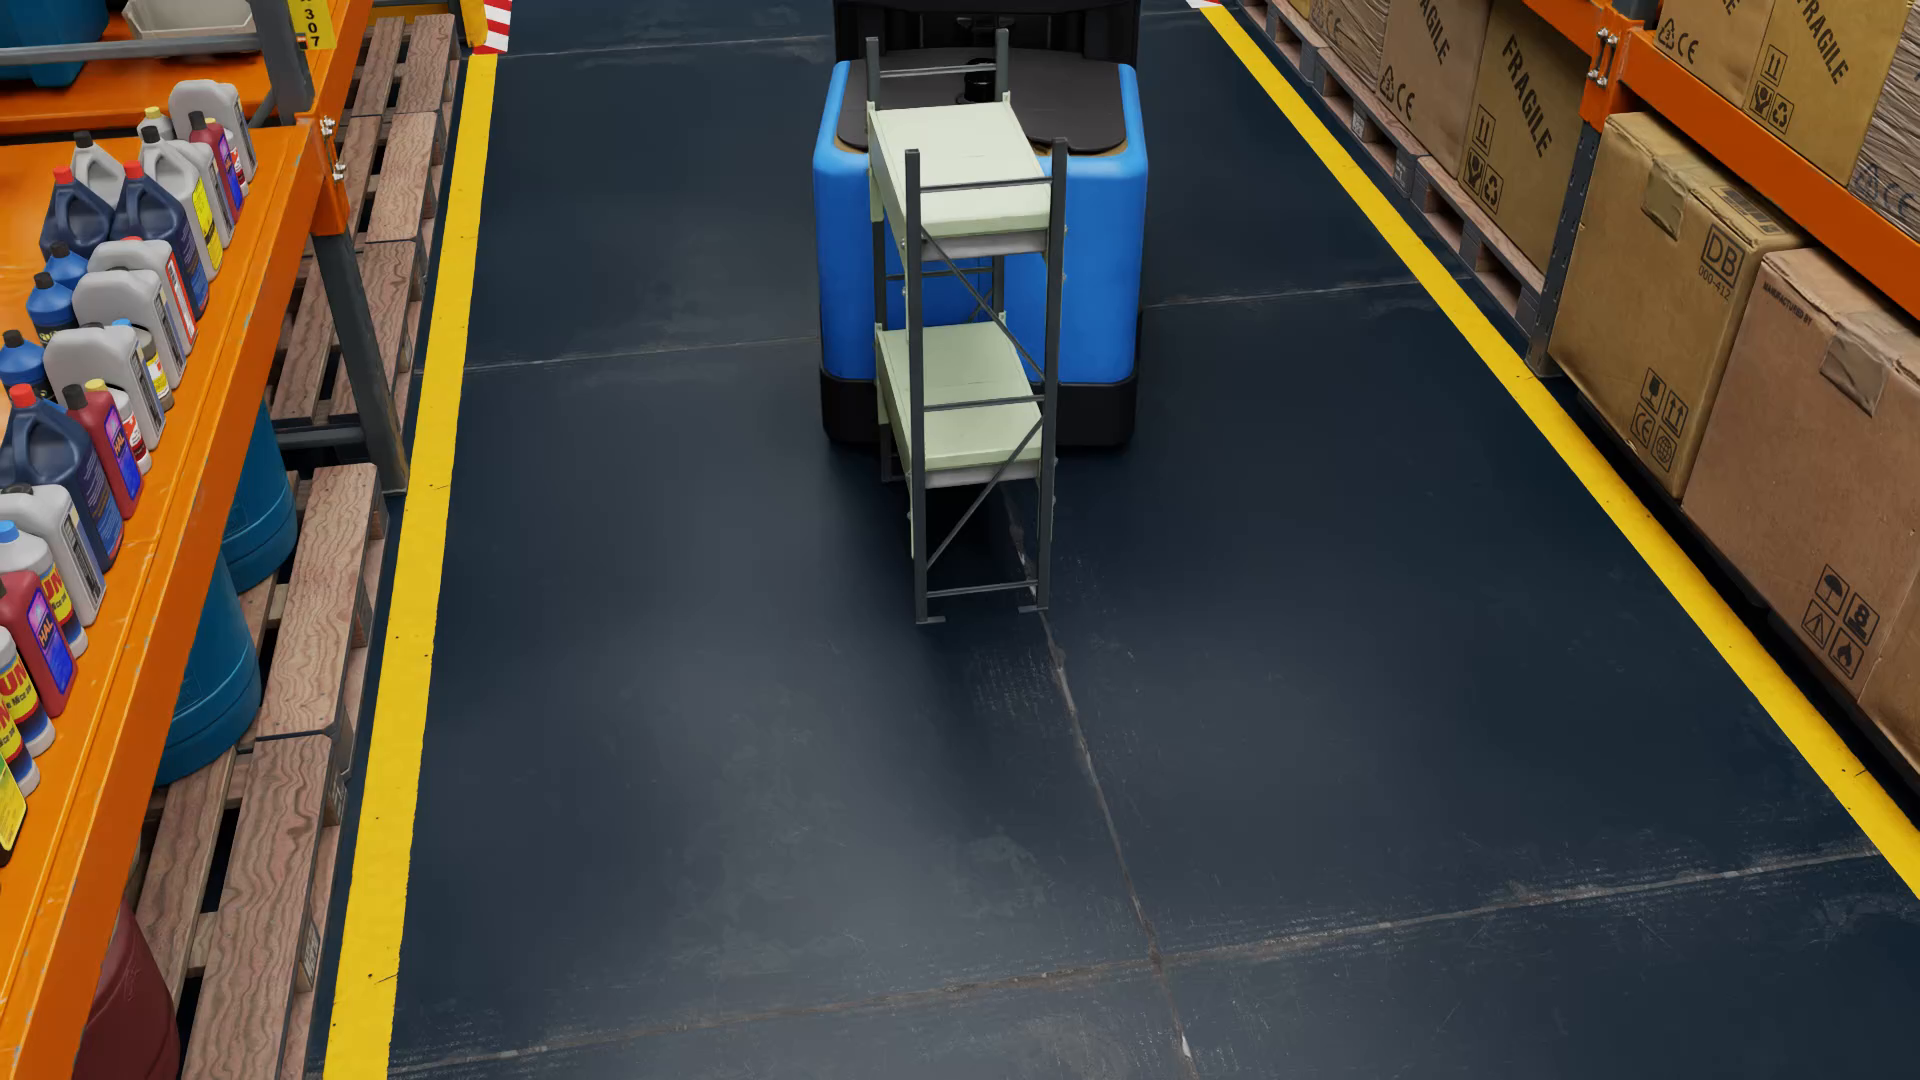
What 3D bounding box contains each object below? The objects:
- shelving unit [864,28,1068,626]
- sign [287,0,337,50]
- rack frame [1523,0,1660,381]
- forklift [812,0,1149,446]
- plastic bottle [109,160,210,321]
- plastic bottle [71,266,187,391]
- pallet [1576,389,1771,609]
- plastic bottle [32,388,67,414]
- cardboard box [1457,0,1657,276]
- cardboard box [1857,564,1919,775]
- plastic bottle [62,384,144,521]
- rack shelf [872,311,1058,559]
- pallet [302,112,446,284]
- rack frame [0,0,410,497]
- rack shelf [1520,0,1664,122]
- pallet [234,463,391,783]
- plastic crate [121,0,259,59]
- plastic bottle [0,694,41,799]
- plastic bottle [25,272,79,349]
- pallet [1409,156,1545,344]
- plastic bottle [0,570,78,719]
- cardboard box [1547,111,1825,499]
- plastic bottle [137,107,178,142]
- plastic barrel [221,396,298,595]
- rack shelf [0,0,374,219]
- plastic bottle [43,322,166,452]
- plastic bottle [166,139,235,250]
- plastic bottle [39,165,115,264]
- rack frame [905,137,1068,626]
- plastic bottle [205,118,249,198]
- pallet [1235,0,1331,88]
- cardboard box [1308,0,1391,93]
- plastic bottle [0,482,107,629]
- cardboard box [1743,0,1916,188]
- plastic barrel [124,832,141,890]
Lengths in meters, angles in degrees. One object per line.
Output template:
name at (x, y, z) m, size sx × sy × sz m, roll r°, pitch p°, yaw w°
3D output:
shelving unit at (0.001, -0.588, 4.784) m, size 0.431 × 1.500 × 0.755 m, roll -6°, pitch 38°, yaw -8°
sign at (-1.770, -1.483, 4.489) m, size 0.100 × 0.325 × 0.005 m, roll -6°, pitch 38°, yaw -8°
rack frame at (2.565, -1.849, 5.185) m, size 1.000 × 3.000 × 0.127 m, roll -6°, pitch 38°, yaw -8°
forklift at (0.102, -2.348, 5.883) m, size 1.130 × 2.935 × 3.031 m, roll 1°, pitch 38°, yaw 1°
plastic bottle at (-1.796, -0.665, 3.701) m, size 0.144 × 0.351 × 0.185 m, roll -6°, pitch 38°, yaw -8°
plastic bottle at (-1.748, -0.457, 3.495) m, size 0.152 × 0.276 × 0.135 m, roll -6°, pitch 38°, yaw -8°
pallet at (2.774, -0.290, 5.451) m, size 1.003 × 0.211 × 1.213 m, roll -6°, pitch 38°, yaw -8°
plastic bottle at (-1.697, -0.161, 3.117) m, size 0.097 × 0.271 × 0.097 m, roll 0°, pitch 38°, yaw 0°
cardboard box at (2.528, -1.583, 6.232) m, size 0.875 × 0.875 × 0.875 m, roll -6°, pitch 38°, yaw -8°
cardboard box at (3.017, 0.282, 3.831) m, size 1.225 × 0.875 × 0.875 m, roll -6°, pitch 38°, yaw -8°
plastic bottle at (-1.622, -0.185, 3.139) m, size 0.061 × 0.283 × 0.133 m, roll -6°, pitch 38°, yaw -8°
rack shelf at (0.001, -0.330, 4.984) m, size 0.431 × 0.370 × 0.720 m, roll -6°, pitch 38°, yaw -8°
pallet at (-2.696, -1.393, 6.871) m, size 1.003 × 0.211 × 1.213 m, roll -6°, pitch 38°, yaw -8°
rack frame at (-2.311, -1.316, 4.499) m, size 1.000 × 3.000 × 0.127 m, roll -6°, pitch 38°, yaw -8°
rack shelf at (2.214, -2.773, 6.960) m, size 1.077 × 0.370 × 4.000 m, roll -6°, pitch 38°, yaw -8°
pallet at (-2.217, 0.256, 4.749) m, size 1.003 × 0.211 × 1.213 m, roll -6°, pitch 38°, yaw -8°
plastic crate at (-2.252, -1.532, 4.943) m, size 0.396 × 0.136 × 0.243 m, roll -6°, pitch 38°, yaw -8°
plastic bottle at (-1.506, 0.282, 2.547) m, size 0.097 × 0.271 × 0.097 m, roll 0°, pitch 38°, yaw 0°
plastic bottle at (-1.868, -0.431, 3.464) m, size 0.097 × 0.271 × 0.097 m, roll 0°, pitch 38°, yaw 0°
pallet at (2.509, -1.215, 6.642) m, size 1.003 × 0.211 × 1.213 m, roll -6°, pitch 38°, yaw -8°
plastic bottle at (-1.525, 0.147, 2.711) m, size 0.061 × 0.283 × 0.133 m, roll -6°, pitch 38°, yaw -8°
cardboard box at (2.697, -0.791, 5.213) m, size 1.225 × 0.875 × 0.875 m, roll -6°, pitch 38°, yaw -8°
plastic bottle at (-2.044, -1.010, 4.267) m, size 0.097 × 0.201 × 0.097 m, roll 0°, pitch 38°, yaw 0°
plastic barrel at (-2.233, -0.323, 4.589) m, size 0.600 × 0.901 × 0.708 m, roll -6°, pitch 38°, yaw -8°
rack shelf at (-2.662, -2.240, 6.275) m, size 1.077 × 0.370 × 4.000 m, roll -6°, pitch 38°, yaw -8°
plastic bottle at (-1.707, -0.317, 3.314) m, size 0.152 × 0.276 × 0.135 m, roll -6°, pitch 38°, yaw -8°
plastic bottle at (-1.860, -0.843, 3.991) m, size 0.152 × 0.276 × 0.135 m, roll -6°, pitch 38°, yaw -8°
plastic bottle at (-1.938, -0.649, 3.681) m, size 0.144 × 0.351 × 0.185 m, roll -6°, pitch 38°, yaw -8°
rack frame at (0.065, -0.367, 4.499) m, size 0.400 × 1.500 × 0.023 m, roll -6°, pitch 38°, yaw -8°
plastic bottle at (-1.877, -0.967, 4.212) m, size 0.097 × 0.201 × 0.097 m, roll 0°, pitch 38°, yaw 0°
pallet at (2.081, -2.689, 8.539) m, size 1.003 × 0.211 × 1.213 m, roll -6°, pitch 38°, yaw -8°
cardboard box at (2.214, -2.664, 7.624) m, size 0.875 × 0.875 × 0.875 m, roll -6°, pitch 38°, yaw -8°
plastic bottle at (-1.611, 0.015, 2.887) m, size 0.152 × 0.276 × 0.135 m, roll -6°, pitch 38°, yaw -8°
cardboard box at (2.488, -1.280, 4.371) m, size 0.500 × 0.500 × 0.500 m, roll -6°, pitch 38°, yaw -8°
plastic barrel at (-2.098, 0.609, 3.706) m, size 0.421 × 0.512 × 0.421 m, roll 0°, pitch 38°, yaw 0°
